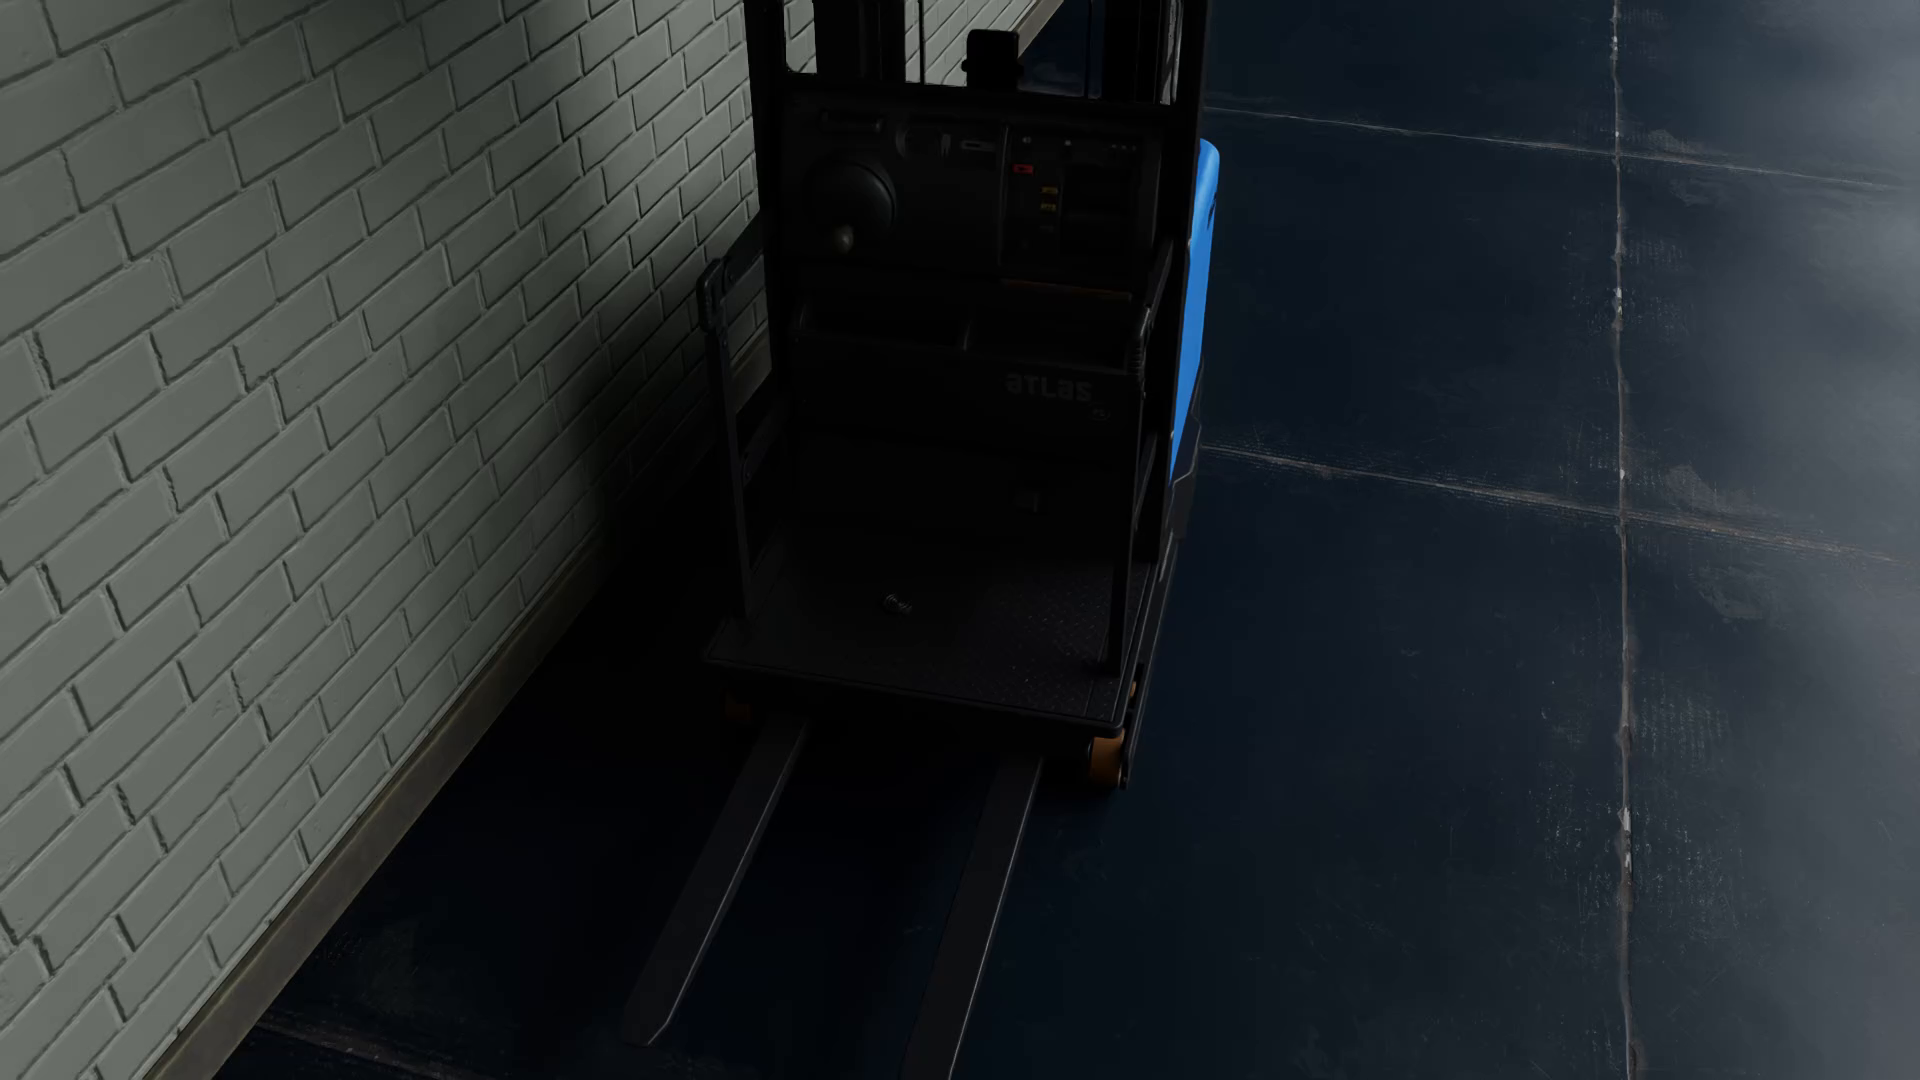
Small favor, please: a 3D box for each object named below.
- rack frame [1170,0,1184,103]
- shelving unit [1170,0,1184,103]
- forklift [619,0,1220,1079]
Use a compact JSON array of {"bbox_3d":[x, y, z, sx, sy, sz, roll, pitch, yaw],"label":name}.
[{"bbox_3d":[0.694,-1.216,5.637,0.032,1.500,0.500,7,37,9],"label":"rack frame"},{"bbox_3d":[0.195,-1.274,5.716,1.048,1.500,0.538,7,37,9],"label":"shelving unit"},{"bbox_3d":[-0.029,-0.784,3.842,1.130,2.935,3.031,8,37,11],"label":"forklift"}]
